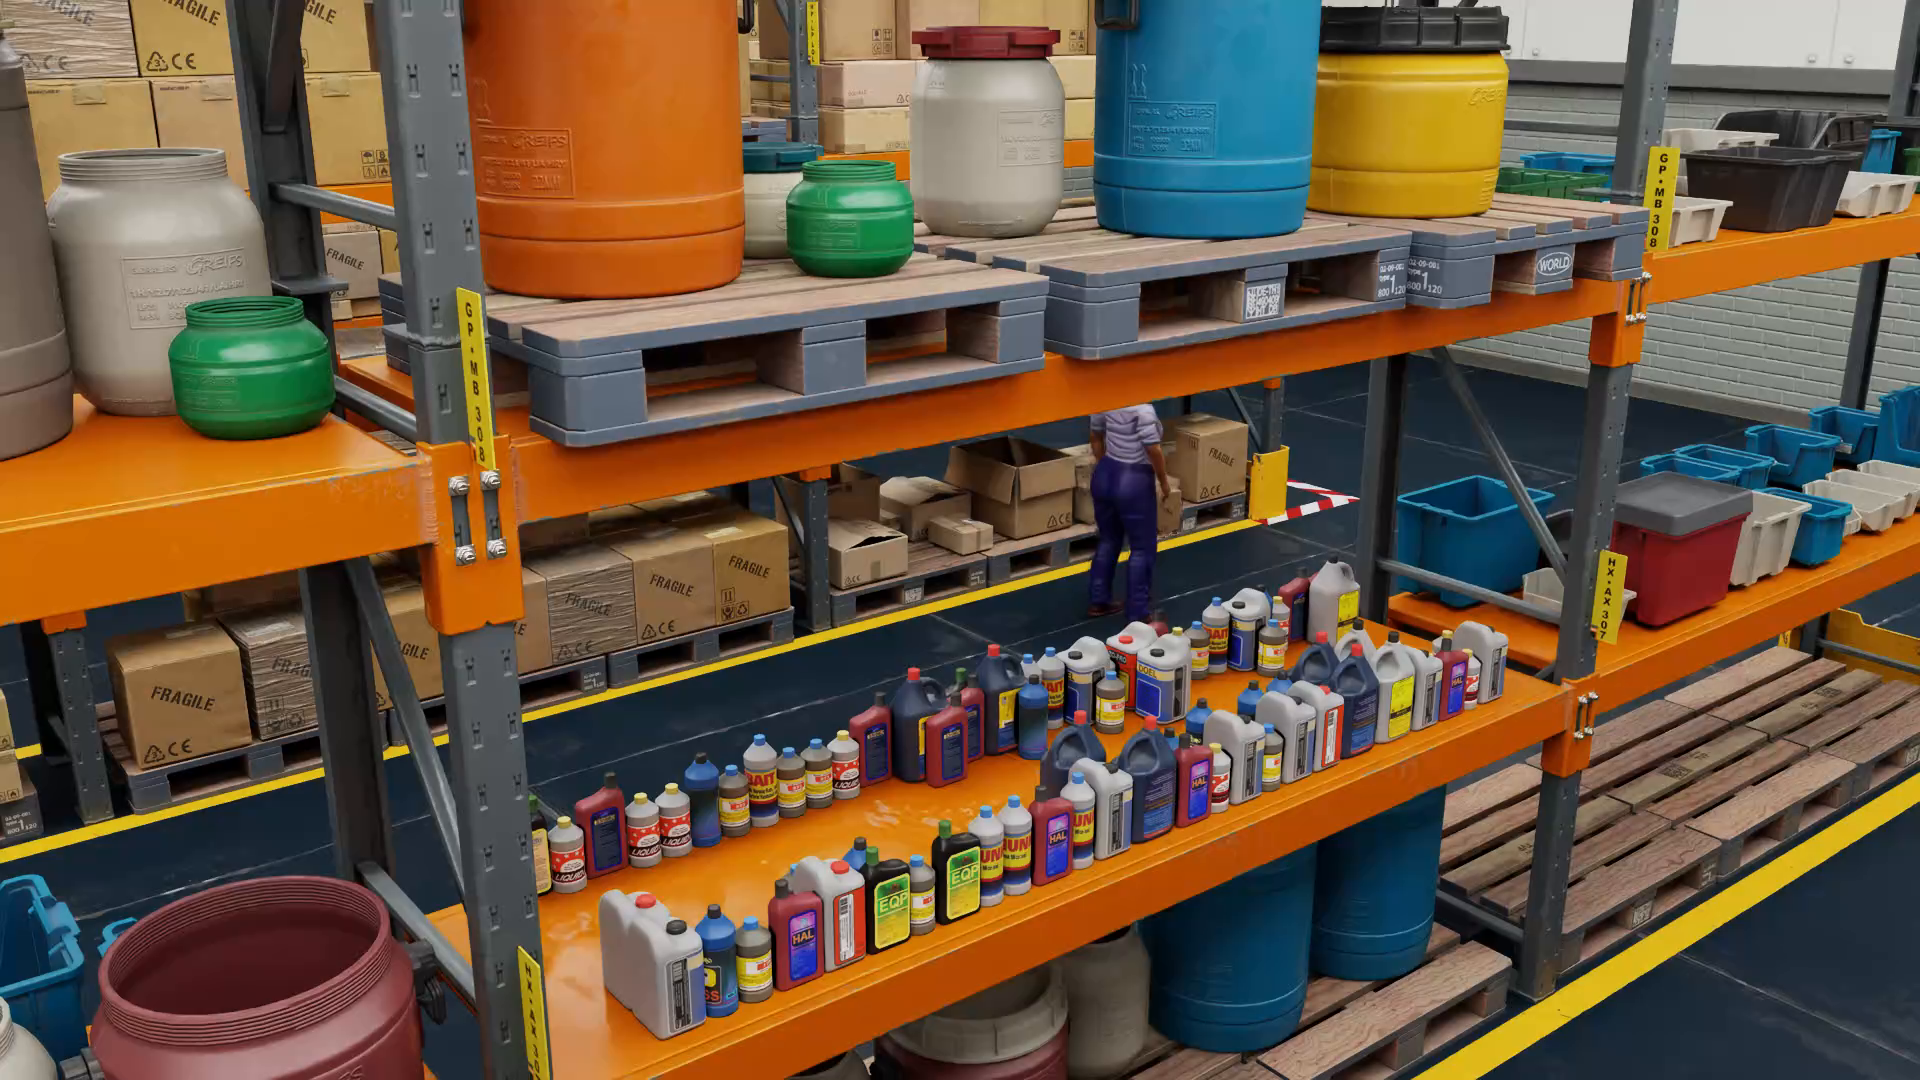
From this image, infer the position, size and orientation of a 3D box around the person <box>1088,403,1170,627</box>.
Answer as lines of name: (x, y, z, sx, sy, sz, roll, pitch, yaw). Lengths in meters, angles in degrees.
person: (1.015, -0.314, 10.047, 0.384, 1.644, 0.574, -13, 22, -36)
